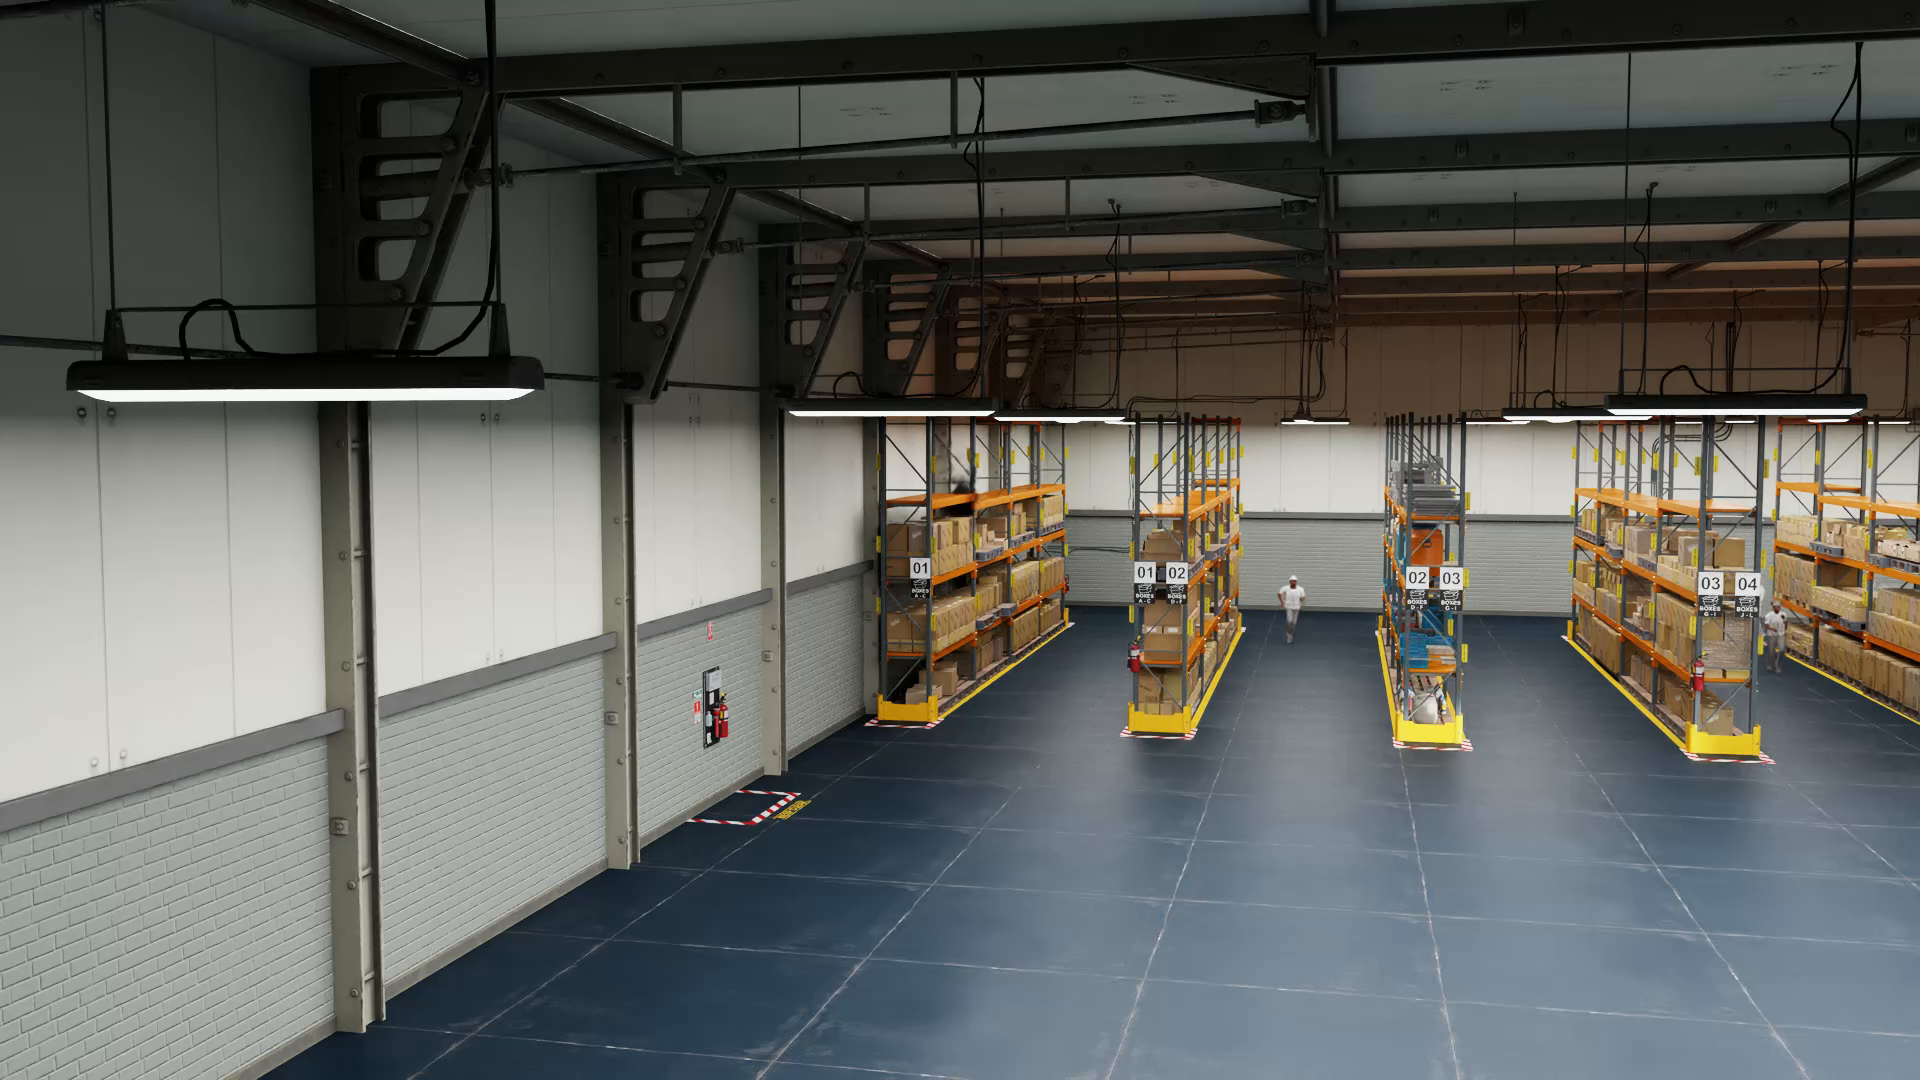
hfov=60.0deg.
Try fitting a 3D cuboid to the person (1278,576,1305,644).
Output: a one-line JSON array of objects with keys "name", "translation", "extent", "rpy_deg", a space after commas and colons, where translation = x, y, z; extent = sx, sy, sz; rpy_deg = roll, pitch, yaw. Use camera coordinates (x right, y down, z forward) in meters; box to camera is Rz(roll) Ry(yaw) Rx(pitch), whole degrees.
[{"name": "person", "translation": [8.856, 1.857, 44.273], "extent": [0.672, 1.826, 0.766], "rpy_deg": [0, 4, -3]}]

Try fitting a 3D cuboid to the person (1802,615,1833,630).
[{"name": "person", "translation": [22.757, 1.796, 44.413], "extent": [0.722, 1.738, 1.038], "rpy_deg": [-2, 5, -32]}]

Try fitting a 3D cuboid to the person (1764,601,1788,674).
[{"name": "person", "translation": [19.093, 2.263, 38.902], "extent": [0.528, 1.721, 0.727], "rpy_deg": [1, 4, 17]}]

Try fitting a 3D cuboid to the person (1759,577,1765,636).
[{"name": "person", "translation": [21.276, 1.841, 44.489], "extent": [0.874, 1.810, 0.686], "rpy_deg": [-1, 4, -18]}]
